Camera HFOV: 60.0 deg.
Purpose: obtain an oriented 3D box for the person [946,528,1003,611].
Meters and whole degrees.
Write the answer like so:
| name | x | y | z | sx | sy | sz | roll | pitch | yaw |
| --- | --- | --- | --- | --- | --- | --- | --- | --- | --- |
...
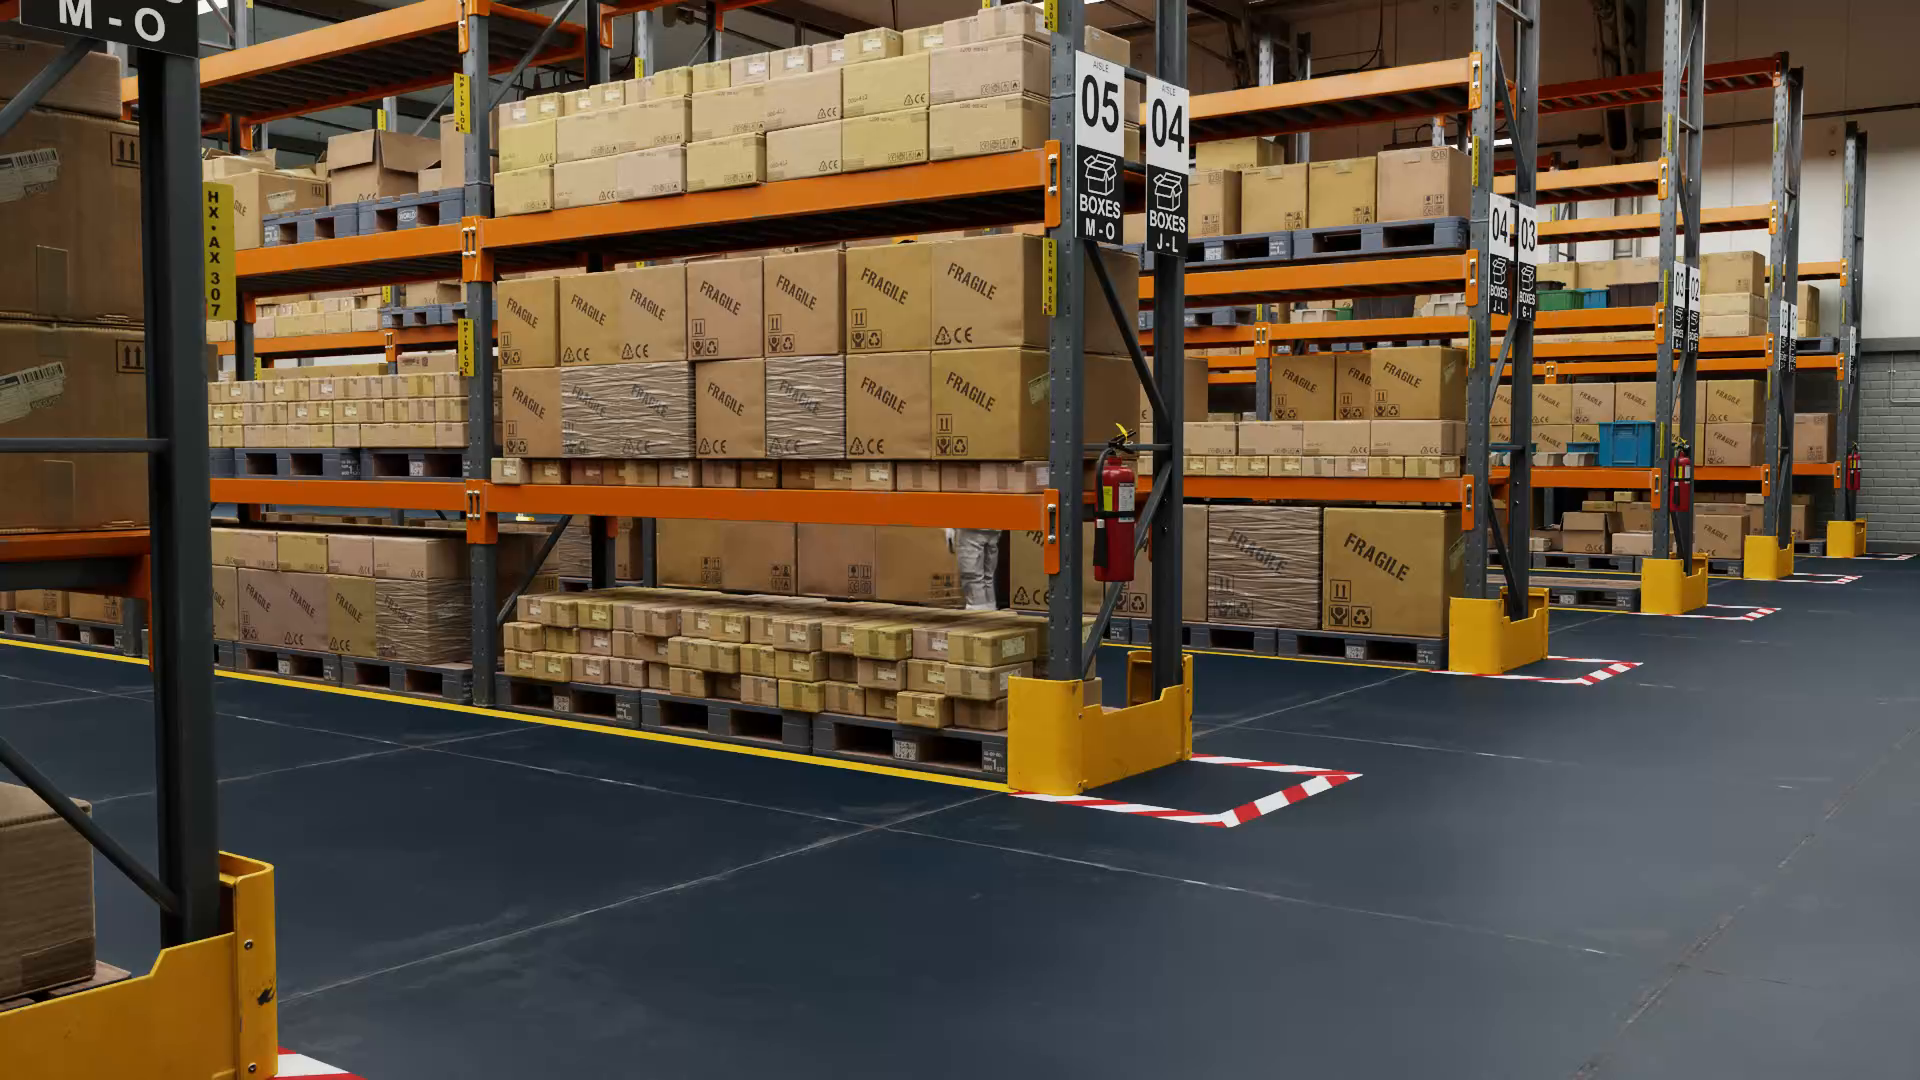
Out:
| name | x | y | z | sx | sy | sz | roll | pitch | yaw |
| --- | --- | --- | --- | --- | --- | --- | --- | --- | --- |
| person | 0.077 | -0.077 | 12.358 | 0.564 | 1.787 | 0.637 | 2 | 4 | 36 |
